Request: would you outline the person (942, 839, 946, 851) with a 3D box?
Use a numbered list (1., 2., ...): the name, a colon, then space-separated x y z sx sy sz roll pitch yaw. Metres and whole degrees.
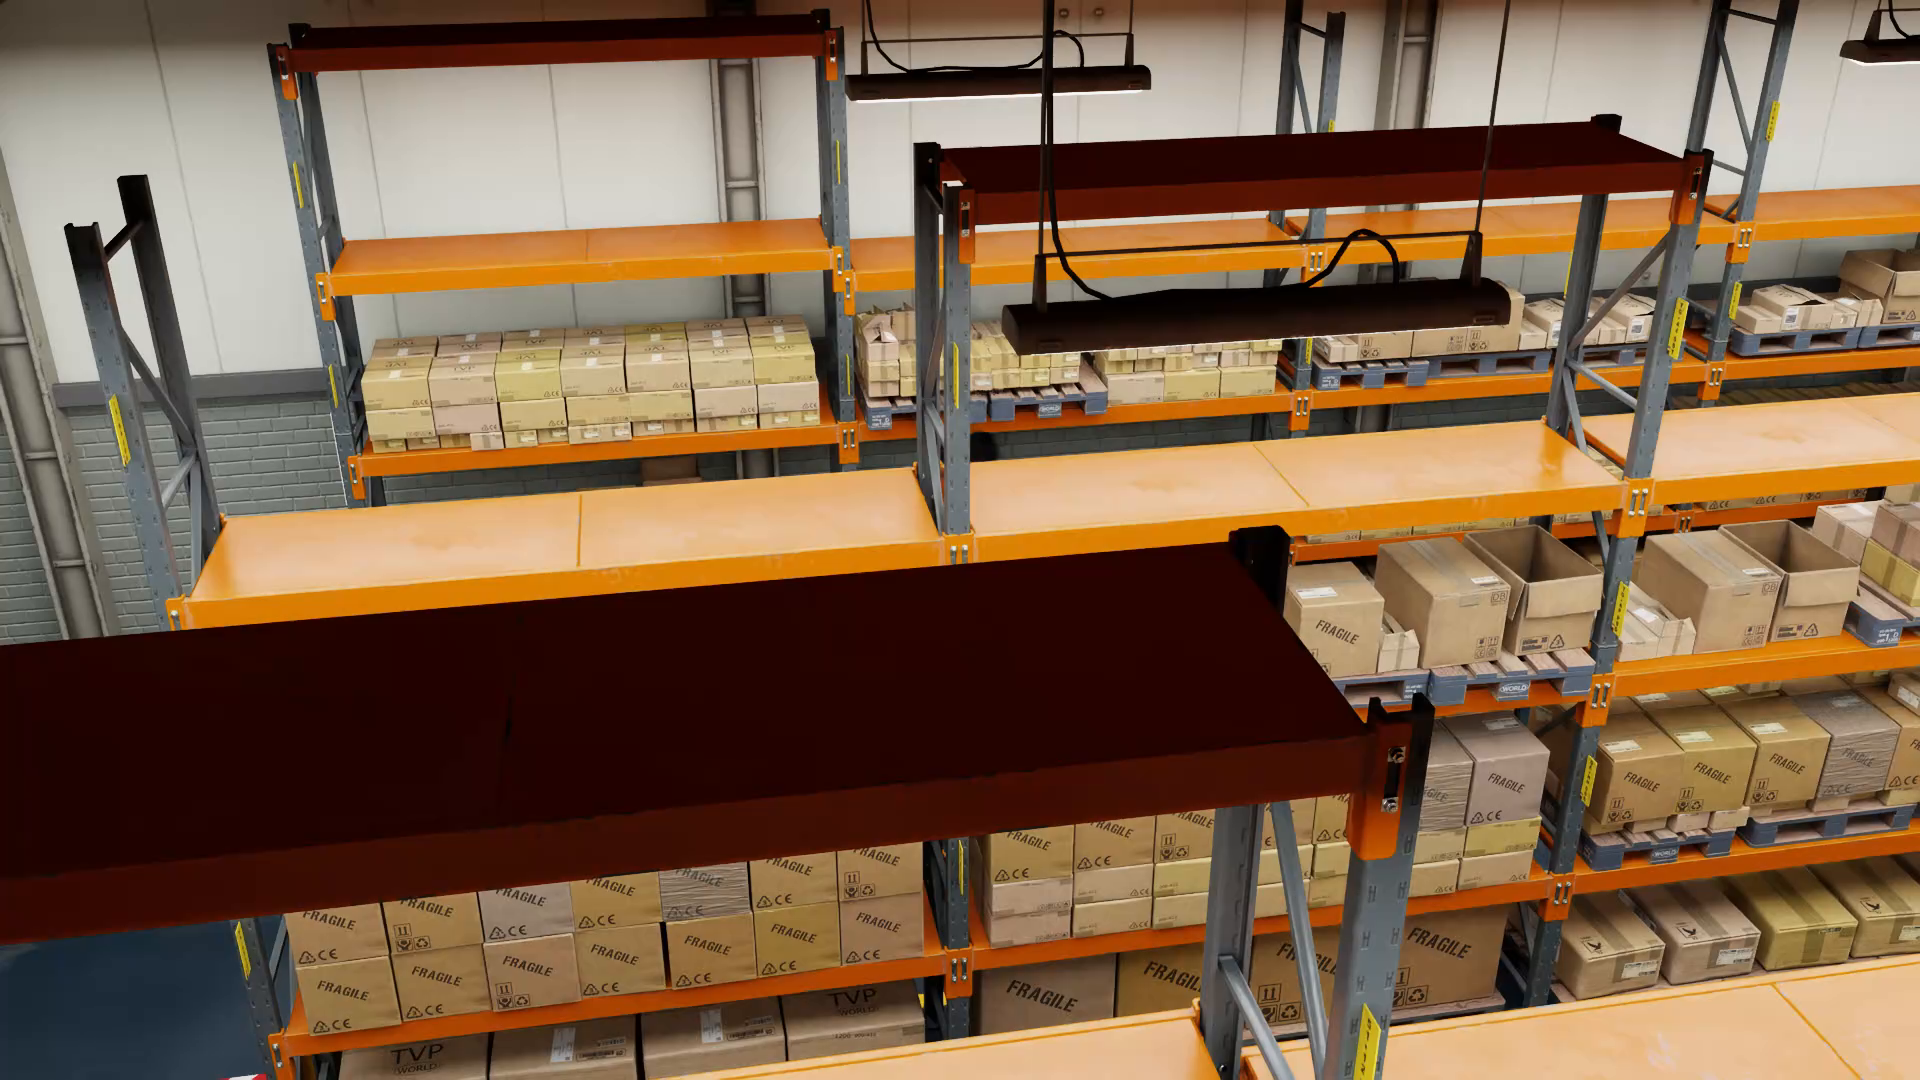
1. person: -0.009 1.681 12.429 1.101 1.624 0.698 4 26 8
